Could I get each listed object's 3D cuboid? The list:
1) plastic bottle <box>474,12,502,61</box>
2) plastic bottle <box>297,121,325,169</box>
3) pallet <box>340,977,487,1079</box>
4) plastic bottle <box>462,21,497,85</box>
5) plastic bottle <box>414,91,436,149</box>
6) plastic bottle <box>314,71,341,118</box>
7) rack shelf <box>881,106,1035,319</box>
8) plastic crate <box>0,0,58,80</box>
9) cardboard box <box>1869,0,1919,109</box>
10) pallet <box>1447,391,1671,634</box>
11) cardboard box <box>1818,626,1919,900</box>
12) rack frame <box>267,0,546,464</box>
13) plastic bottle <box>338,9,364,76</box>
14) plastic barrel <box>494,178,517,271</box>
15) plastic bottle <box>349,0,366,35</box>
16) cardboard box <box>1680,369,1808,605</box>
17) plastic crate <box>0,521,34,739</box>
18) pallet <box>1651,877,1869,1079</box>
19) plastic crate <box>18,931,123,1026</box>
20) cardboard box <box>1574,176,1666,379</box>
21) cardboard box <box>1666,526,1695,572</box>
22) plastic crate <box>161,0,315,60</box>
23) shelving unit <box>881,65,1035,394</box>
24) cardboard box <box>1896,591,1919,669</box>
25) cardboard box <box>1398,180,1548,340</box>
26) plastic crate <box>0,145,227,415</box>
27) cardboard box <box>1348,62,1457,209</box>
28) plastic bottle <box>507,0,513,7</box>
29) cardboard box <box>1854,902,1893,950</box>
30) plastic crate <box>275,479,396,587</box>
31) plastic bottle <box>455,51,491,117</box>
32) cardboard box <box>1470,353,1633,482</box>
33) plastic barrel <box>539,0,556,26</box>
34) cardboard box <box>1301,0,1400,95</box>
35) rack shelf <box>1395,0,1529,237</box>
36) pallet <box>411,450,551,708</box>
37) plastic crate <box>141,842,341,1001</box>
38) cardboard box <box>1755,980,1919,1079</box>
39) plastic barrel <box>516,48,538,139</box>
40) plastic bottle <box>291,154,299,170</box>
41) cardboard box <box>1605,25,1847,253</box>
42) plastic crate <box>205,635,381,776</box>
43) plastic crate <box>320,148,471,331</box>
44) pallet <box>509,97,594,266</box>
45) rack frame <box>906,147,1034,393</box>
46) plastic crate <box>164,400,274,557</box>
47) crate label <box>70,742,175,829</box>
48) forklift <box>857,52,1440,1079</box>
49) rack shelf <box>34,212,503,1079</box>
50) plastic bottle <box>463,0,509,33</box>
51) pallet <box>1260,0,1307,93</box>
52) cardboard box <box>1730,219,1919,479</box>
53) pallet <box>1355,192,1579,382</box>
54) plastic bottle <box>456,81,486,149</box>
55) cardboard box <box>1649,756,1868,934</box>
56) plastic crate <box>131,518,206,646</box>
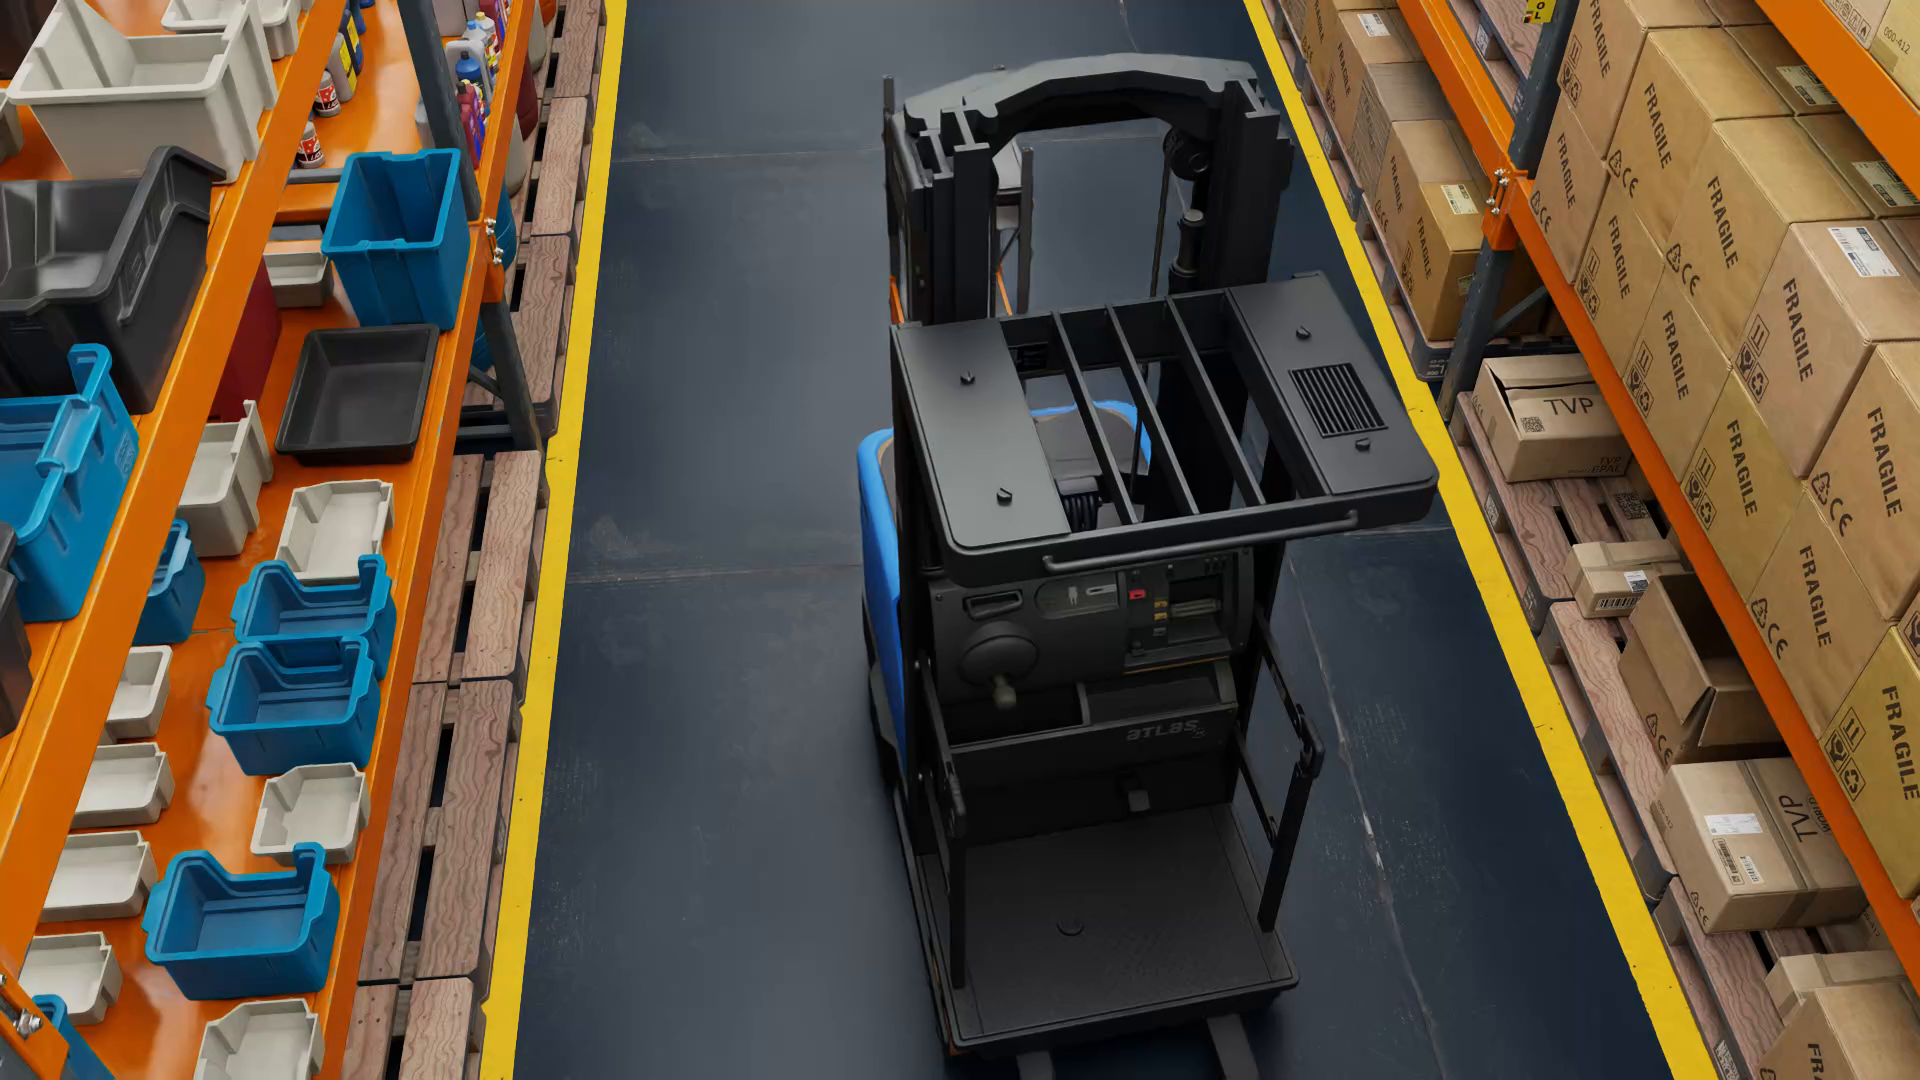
[{"bbox_3d":[-1.985,-2.107,6.953,0.097,0.201,0.097,0,47,0],"label":"plastic bottle"},{"bbox_3d":[-2.529,-1.544,6.420,0.097,0.201,0.097,0,47,0],"label":"plastic bottle"},{"bbox_3d":[-1.992,1.928,4.915,1.003,0.211,1.213,-3,47,-3],"label":"pallet"},{"bbox_3d":[-1.968,-1.990,6.794,0.097,0.271,0.097,0,47,0],"label":"plastic bottle"},{"bbox_3d":[-2.006,-1.612,6.382,0.144,0.351,0.185,-3,47,-3],"label":"plastic bottle"},{"bbox_3d":[-2.559,-1.808,6.670,0.097,0.201,0.097,0,47,0],"label":"plastic bottle"},{"bbox_3d":[-0.012,-1.110,5.547,0.431,0.518,0.480,-7,47,-7],"label":"rack shelf"},{"bbox_3d":[-2.465,-1.397,4.168,0.497,0.269,0.590,-3,47,-3],"label":"plastic crate"},{"bbox_3d":[2.558,-1.152,3.949,0.500,0.250,0.500,-3,47,-3],"label":"cardboard box"},{"bbox_3d":[2.697,-0.168,6.901,1.003,0.211,1.213,-3,47,-3],"label":"pallet"},{"bbox_3d":[2.619,0.553,4.228,0.500,0.500,0.500,-3,47,-3],"label":"cardboard box"},{"bbox_3d":[-2.296,-1.326,6.076,1.000,3.000,0.127,-3,47,-3],"label":"rack frame"},{"bbox_3d":[-2.571,-2.096,6.840,0.144,0.351,0.185,-3,47,-3],"label":"plastic bottle"},{"bbox_3d":[-2.384,-1.656,7.544,0.600,0.901,0.708,-3,47,-3],"label":"plastic barrel"},{"bbox_3d":[-2.613,-2.295,7.082,0.097,0.271,0.097,0,47,0],"label":"plastic bottle"},{"bbox_3d":[2.541,-0.173,4.915,0.500,0.500,0.500,-4,47,-4],"label":"cardboard box"},{"bbox_3d":[-1.716,0.286,2.573,0.497,0.269,0.590,-3,47,-3],"label":"plastic crate"},{"bbox_3d":[2.901,1.597,5.229,1.003,0.211,1.213,-3,47,-3],"label":"pallet"},{"bbox_3d":[-2.210,1.059,3.958,0.396,0.136,0.243,-3,47,-3],"label":"plastic crate"},{"bbox_3d":[2.457,-0.903,5.607,0.500,0.500,0.500,-3,47,-3],"label":"cardboard box"},{"bbox_3d":[3.033,0.087,6.287,0.500,0.311,0.500,-3,47,-3],"label":"cardboard box"},{"bbox_3d":[-1.811,-1.369,4.233,0.293,0.136,0.466,-3,47,-3],"label":"plastic crate"},{"bbox_3d":[-0.012,-0.638,6.045,0.431,2.100,0.503,-7,47,-7],"label":"shelving unit"},{"bbox_3d":[2.620,0.221,3.854,0.500,0.500,0.500,-2,47,-2],"label":"cardboard box"},{"bbox_3d":[2.313,-1.255,7.428,0.500,0.500,0.500,-4,47,-4],"label":"cardboard box"},{"bbox_3d":[-1.815,-0.564,3.331,0.504,0.338,0.767,-3,47,-3],"label":"plastic crate"},{"bbox_3d":[2.239,-1.976,8.111,0.500,0.500,0.500,-3,47,-3],"label":"cardboard box"},{"bbox_3d":[-2.052,-2.479,7.254,0.152,0.276,0.135,-3,47,-3],"label":"plastic bottle"},{"bbox_3d":[3.170,1.292,5.188,0.500,0.250,0.500,-3,47,-3],"label":"cardboard box"},{"bbox_3d":[-1.851,-0.014,4.974,0.293,0.136,0.466,-3,47,-3],"label":"plastic crate"},{"bbox_3d":[-1.949,-1.822,6.635,0.097,0.271,0.097,0,47,0],"label":"plastic bottle"},{"bbox_3d":[2.460,-0.534,6.875,0.500,0.311,0.500,-3,47,-3],"label":"cardboard box"},{"bbox_3d":[-2.573,-3.265,9.118,0.600,0.830,0.708,-3,47,-3],"label":"plastic barrel"},{"bbox_3d":[2.145,-2.722,8.817,0.500,0.500,0.500,-4,47,-4],"label":"cardboard box"},{"bbox_3d":[2.473,-2.824,7.990,1.077,0.370,4.000,-3,47,-3],"label":"rack shelf"},{"bbox_3d":[-2.196,0.163,6.587,1.003,0.211,1.213,-3,47,-3],"label":"pallet"},{"bbox_3d":[-1.709,0.930,4.013,0.416,0.233,0.300,-3,47,-3],"label":"plastic crate"},{"bbox_3d":[2.684,1.600,4.724,0.500,0.500,0.500,-3,47,-3],"label":"cardboard box"},{"bbox_3d":[-2.479,-2.365,8.432,0.600,0.588,0.708,-3,47,-3],"label":"plastic barrel"},{"bbox_3d":[-2.651,-1.549,6.373,0.152,0.276,0.135,-3,47,-3],"label":"plastic bottle"},{"bbox_3d":[2.443,-1.271,5.267,0.500,0.500,0.500,-5,47,-5],"label":"cardboard box"},{"bbox_3d":[-1.764,0.454,4.465,0.416,0.233,0.300,-3,47,-3],"label":"plastic crate"},{"bbox_3d":[-1.917,-1.024,5.760,0.392,0.384,0.575,-3,47,-3],"label":"plastic crate"},{"bbox_3d":[-2.425,-1.812,8.458,1.003,0.211,1.213,-3,47,-3],"label":"pallet"},{"bbox_3d":[0.029,-0.464,5.880,0.400,2.100,0.015,-7,47,-7],"label":"rack frame"},{"bbox_3d":[-2.352,-0.190,5.040,0.437,0.282,0.530,-3,47,-3],"label":"plastic crate"},{"bbox_3d":[-2.268,0.649,4.346,0.396,0.136,0.243,-3,47,-3],"label":"crate label"},{"bbox_3d":[0.423,0.335,4.550,1.130,2.935,3.031,-8,47,-8],"label":"forklift"},{"bbox_3d":[-2.129,0.369,4.967,1.077,0.370,4.000,-3,47,-3],"label":"rack shelf"},{"bbox_3d":[-2.033,-2.311,7.095,0.152,0.276,0.135,-3,47,-3],"label":"plastic bottle"},{"bbox_3d":[2.330,-3.017,9.598,1.003,0.211,1.213,-3,47,-3],"label":"pallet"},{"bbox_3d":[2.529,-0.525,4.561,0.500,0.500,0.500,-2,47,-2],"label":"cardboard box"},{"bbox_3d":[2.534,-1.251,7.926,1.003,0.211,1.213,-3,47,-3],"label":"pallet"},{"bbox_3d":[-1.913,-1.673,6.486,0.061,0.283,0.133,-3,47,-3],"label":"plastic bottle"},{"bbox_3d":[2.634,0.997,5.467,0.500,0.250,0.500,-3,47,-3],"label":"cardboard box"},{"bbox_3d":[-2.389,0.135,4.767,0.416,0.233,0.300,-3,47,-3],"label":"plastic crate"}]
